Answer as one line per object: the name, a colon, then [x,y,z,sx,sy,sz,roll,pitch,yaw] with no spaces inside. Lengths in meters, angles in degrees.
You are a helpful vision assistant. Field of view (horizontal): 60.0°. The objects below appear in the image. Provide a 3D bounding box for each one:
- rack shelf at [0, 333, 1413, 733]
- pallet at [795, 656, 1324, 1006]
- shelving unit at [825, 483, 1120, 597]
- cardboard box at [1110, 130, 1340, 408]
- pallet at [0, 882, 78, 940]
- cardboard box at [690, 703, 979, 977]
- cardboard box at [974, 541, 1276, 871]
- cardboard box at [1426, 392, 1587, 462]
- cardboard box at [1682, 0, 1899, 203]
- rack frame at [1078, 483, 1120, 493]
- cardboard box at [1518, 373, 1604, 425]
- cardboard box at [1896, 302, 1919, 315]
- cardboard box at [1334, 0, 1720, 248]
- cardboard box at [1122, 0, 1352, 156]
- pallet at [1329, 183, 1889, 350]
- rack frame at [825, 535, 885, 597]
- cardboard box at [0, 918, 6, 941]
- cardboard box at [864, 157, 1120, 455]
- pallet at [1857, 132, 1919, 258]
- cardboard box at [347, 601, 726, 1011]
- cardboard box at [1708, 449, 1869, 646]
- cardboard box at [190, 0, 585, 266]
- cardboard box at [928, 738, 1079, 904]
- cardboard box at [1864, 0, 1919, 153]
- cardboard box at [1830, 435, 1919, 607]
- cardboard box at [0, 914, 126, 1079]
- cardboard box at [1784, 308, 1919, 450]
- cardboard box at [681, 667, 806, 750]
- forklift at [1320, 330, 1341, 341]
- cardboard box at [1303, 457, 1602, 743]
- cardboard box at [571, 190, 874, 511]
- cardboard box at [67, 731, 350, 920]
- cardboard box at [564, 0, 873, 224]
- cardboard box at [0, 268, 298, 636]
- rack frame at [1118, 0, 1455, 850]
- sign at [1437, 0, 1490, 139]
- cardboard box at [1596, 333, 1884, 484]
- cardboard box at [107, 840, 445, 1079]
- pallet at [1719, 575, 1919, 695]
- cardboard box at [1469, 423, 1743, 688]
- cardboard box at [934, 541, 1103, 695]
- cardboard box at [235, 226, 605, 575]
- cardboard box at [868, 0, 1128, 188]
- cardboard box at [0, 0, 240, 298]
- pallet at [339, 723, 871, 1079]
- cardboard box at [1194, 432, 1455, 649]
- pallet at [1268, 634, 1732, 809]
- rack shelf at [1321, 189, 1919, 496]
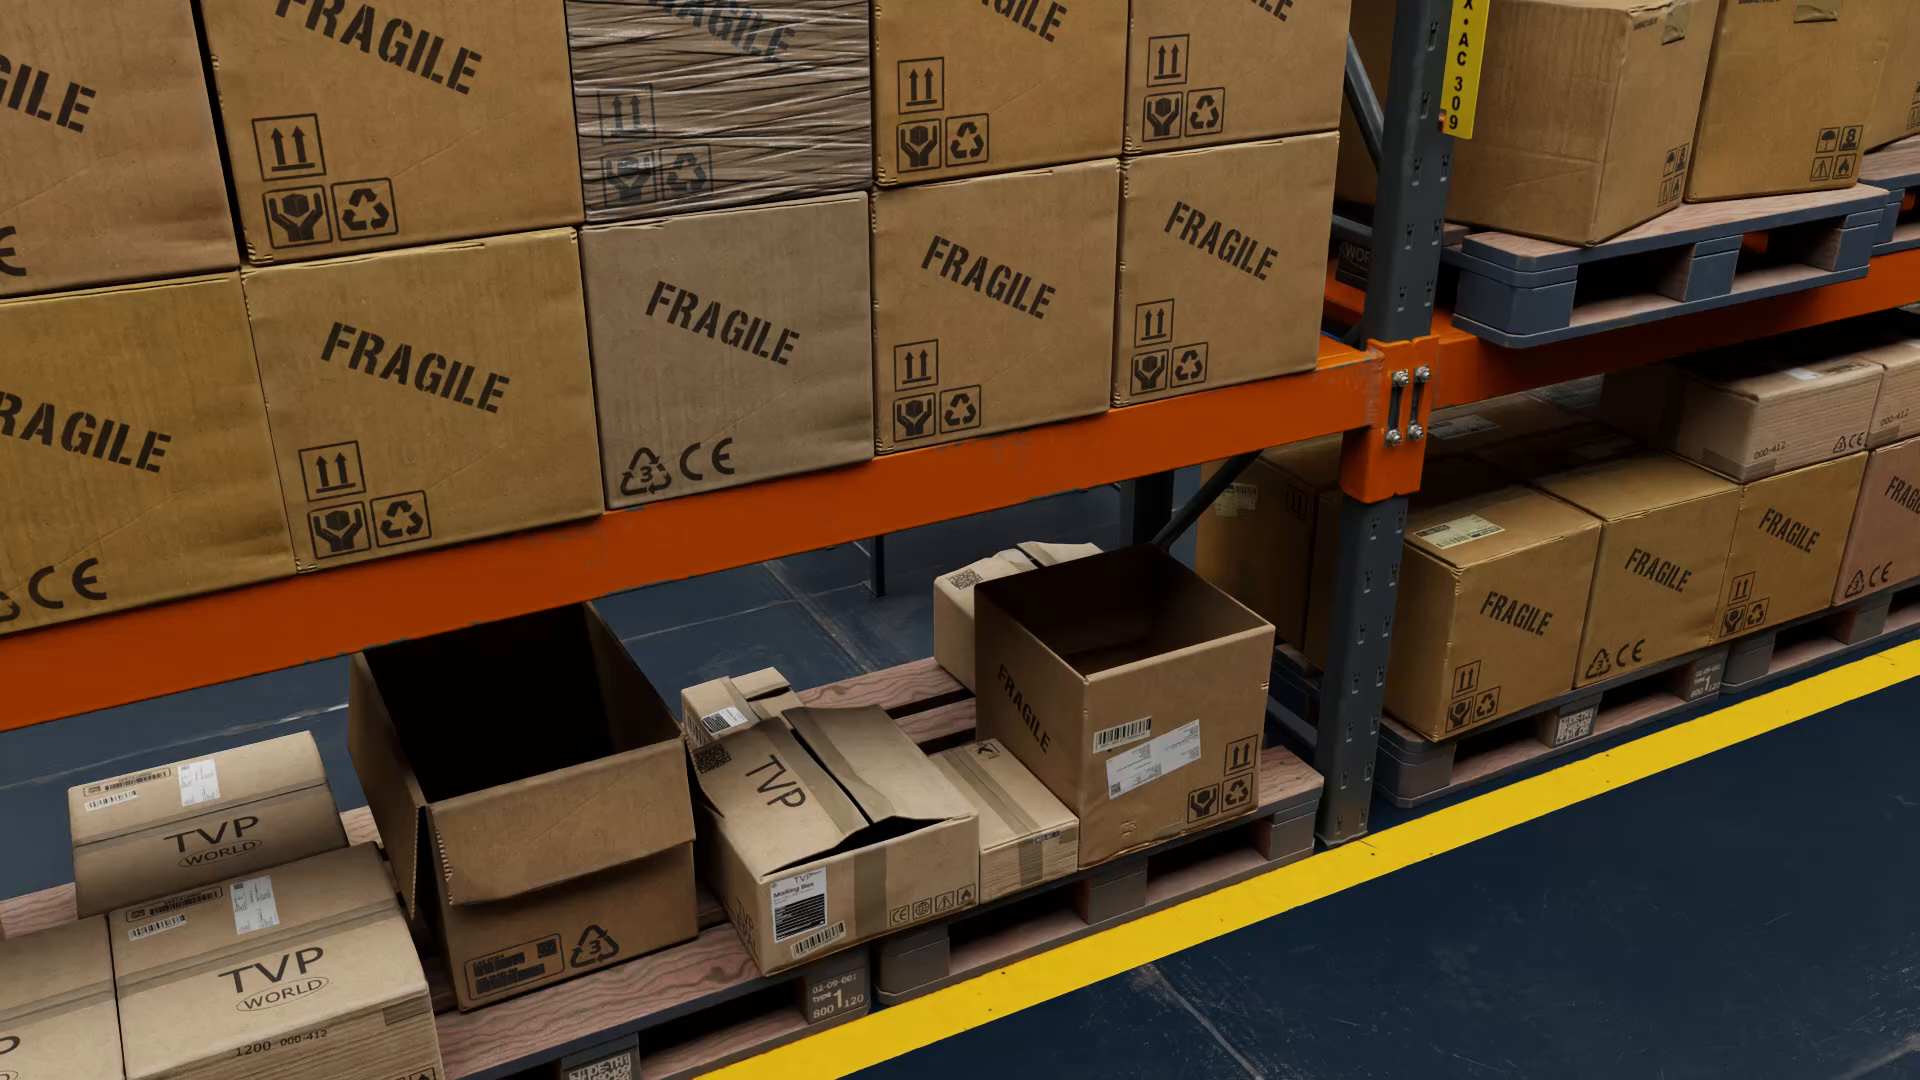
rack shelf: [-1.028,-0.051,3.222,4.000,0.370,1.077,-13,29,-25]
pallet: [0.130,0.614,4.228,1.213,0.211,1.003,-13,29,-25]
shelving unit: [0.075,-0.693,5.462,1.048,1.500,0.538,-13,29,-25]
cardboard box: [0.416,-0.628,3.477,0.500,0.500,0.500,-12,28,-24]
pallet: [-2.023,1.111,3.193,1.213,0.211,1.003,-13,29,-25]
cardboard box: [-0.294,0.608,3.616,0.500,0.311,0.500,-13,29,-25]
cardboard box: [0.367,0.370,3.893,0.500,0.500,0.500,-13,29,-25]
cardboard box: [1.477,-0.162,5.001,0.500,0.500,0.500,-13,29,-25]
cardboard box: [1.837,-1.192,4.167,0.500,0.500,0.700,-8,27,-17]
rack frame: [0.524,-0.797,5.677,0.032,1.500,0.500,-13,29,-25]
cardboard box: [1.920,-0.264,5.213,0.500,0.500,0.500,-13,28,-24]
cardboard box: [3.271,-0.577,5.865,0.500,0.500,0.500,-14,29,-27]
cardboard box: [1.260,-1.028,3.825,0.700,0.500,0.500,22,33,37]
cardboard box: [0.412,-1.077,3.256,0.500,0.500,0.500,-13,28,-25]
pallet: [1.493,-0.817,4.208,1.213,0.211,1.003,-13,29,-25]
rack frame: [-0.373,-0.590,5.246,0.032,1.500,0.500,-13,29,-25]
cardboard box: [-2.029,0.858,3.263,0.250,0.166,0.380,-13,29,-25]
cardboard box: [-0.038,-0.523,3.257,0.500,0.500,0.500,-12,28,-24]
pallet: [2.552,-1.113,4.824,1.213,0.211,1.003,-13,29,-25]
cardboard box: [-0.919,0.529,3.559,0.637,0.503,0.797,-13,29,-25]
cardboard box: [2.188,-0.072,4.813,0.500,0.500,0.500,-13,28,-24]
cardboard box: [-0.928,-0.767,2.611,0.500,0.500,0.500,-13,29,-26]
cardboard box: [0.065,0.628,3.762,0.250,0.149,0.380,-13,29,-25]
cardboard box: [2.267,-1.401,4.601,0.500,0.500,0.700,-22,33,-38]
cardboard box: [2.634,-0.174,5.027,0.500,0.500,0.500,-14,29,-27]
cardboard box: [-1.738,0.969,2.935,0.500,0.250,0.500,-13,29,-25]
cardboard box: [2.603,-0.504,4.847,0.500,0.250,0.500,-14,29,-26]
cardboard box: [-0.494,0.479,4.052,0.250,0.166,0.380,-13,29,-25]
forklift: [2.990,-2.023,6.576,3.031,2.935,1.130,-12,28,-24]
cardboard box: [1.278,0.140,4.372,0.500,0.500,0.500,-14,29,-27]
cardboard box: [-0.490,-0.417,3.037,0.500,0.500,0.500,-12,28,-24]
cardboard box: [-1.577,0.686,3.524,0.500,0.250,0.500,-13,29,-25]
cardboard box: [-0.483,-0.869,2.823,0.500,0.500,0.500,-13,28,-25]
cardboard box: [-1.380,-0.211,2.608,0.500,0.500,0.500,-13,29,-25]
rack frame: [0.737,-0.783,3.915,0.127,3.000,1.000,-13,29,-25]
sign: [0.999,-0.967,3.299,0.005,0.325,0.100,-13,29,-25]
cardboard box: [2.161,-0.401,4.634,0.500,0.250,0.500,-13,29,-25]
cardboard box: [-1.297,0.867,3.147,0.500,0.250,0.500,-13,29,-25]
pallet: [2.514,0.044,5.415,1.213,0.211,1.003,-13,29,-25]
cardboard box: [1.744,0.027,4.607,0.500,0.500,0.500,-13,28,-24]
cardboard box: [0.264,0.234,4.395,0.500,0.311,0.500,-13,29,-25]
cardboard box: [-0.938,-0.312,2.819,0.500,0.500,0.500,-13,28,-24]
cardboard box: [-0.038,-0.971,3.037,0.500,0.500,0.500,-14,29,-26]
cardboard box: [-1.376,-0.663,2.394,0.500,0.500,0.500,-13,28,-24]
pallet: [-0.948,0.864,3.707,1.213,0.211,1.003,-13,29,-25]
cardboard box: [1.037,-0.064,4.798,0.500,0.500,0.500,-13,29,-25]
pallet: [1.437,0.294,4.893,1.213,0.211,1.003,-13,29,-25]
rack shelf: [2.501,-0.866,4.919,4.000,0.370,1.077,-13,29,-25]
